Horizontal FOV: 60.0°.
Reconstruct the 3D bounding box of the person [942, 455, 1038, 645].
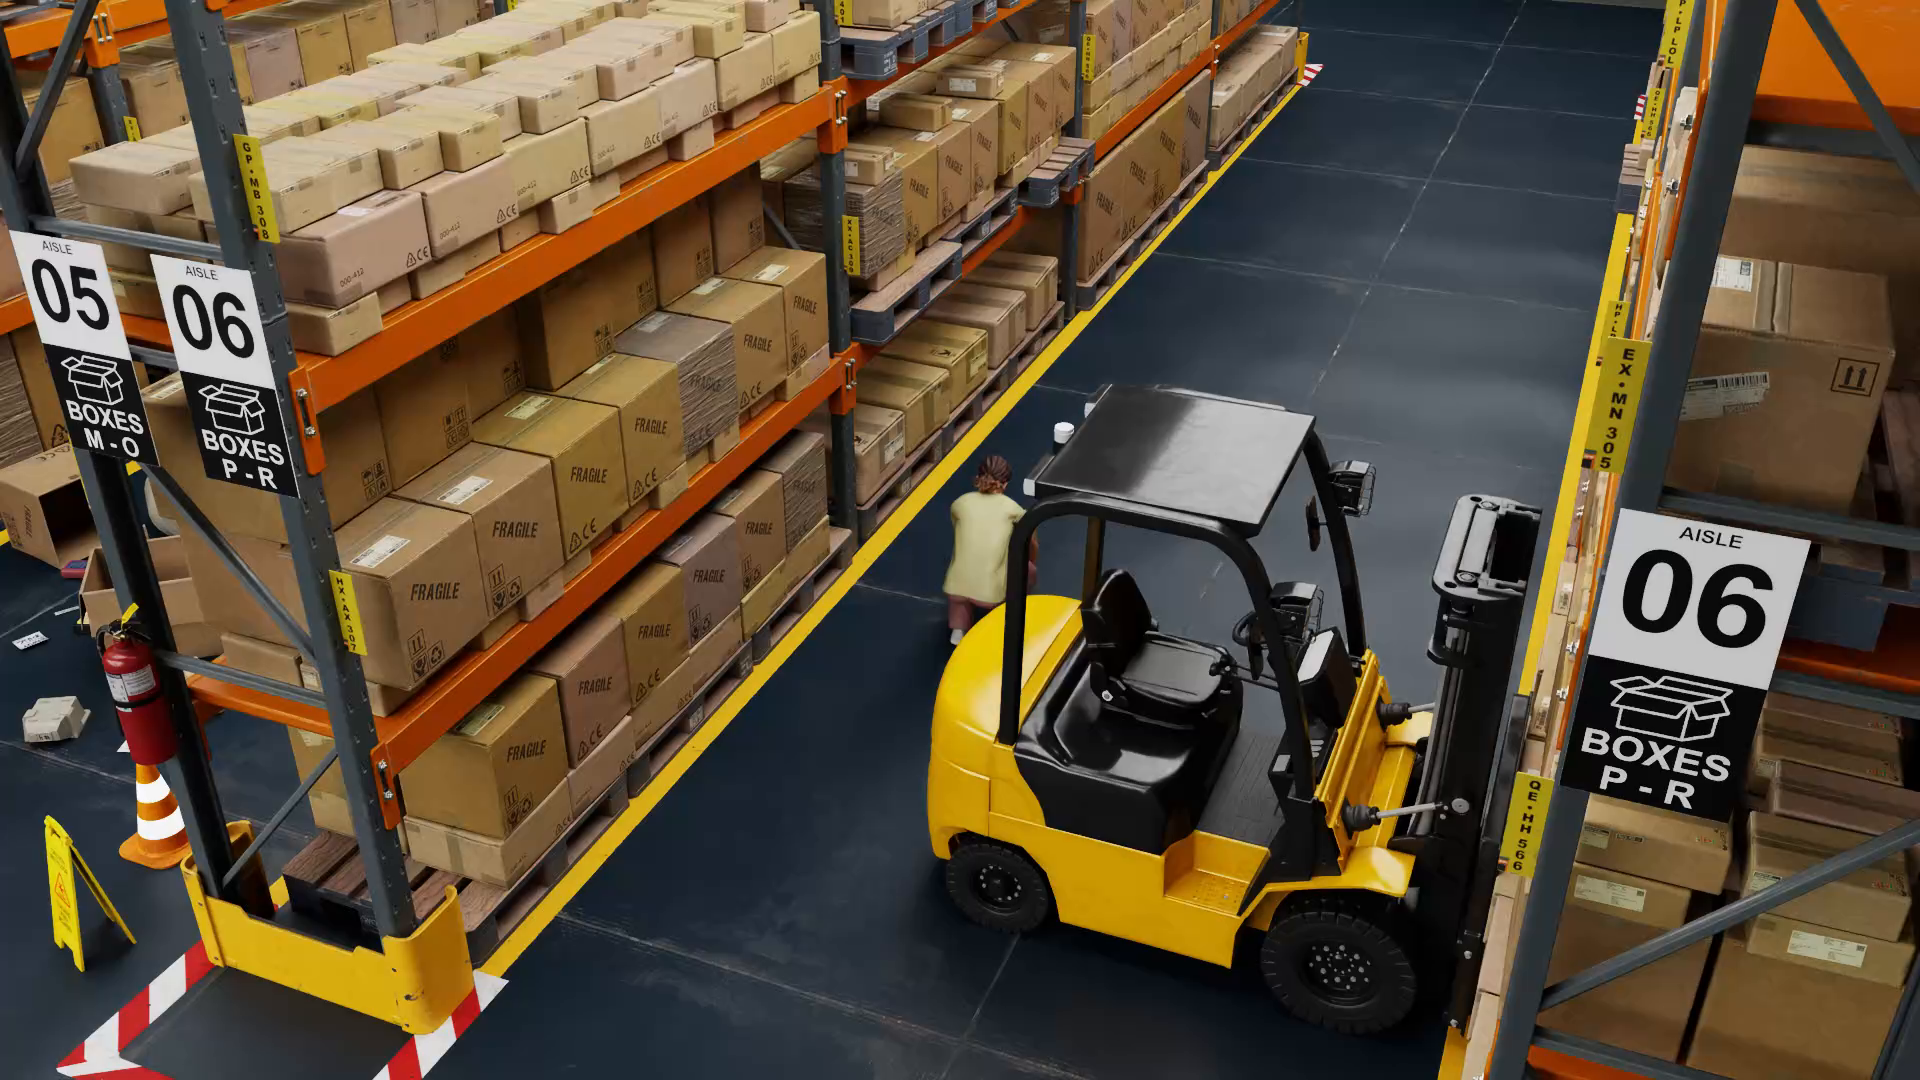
[{"bbox_3d":[0.155,0.060,9.049,0.488,0.928,0.810,10,31,17],"label":"person"}]
